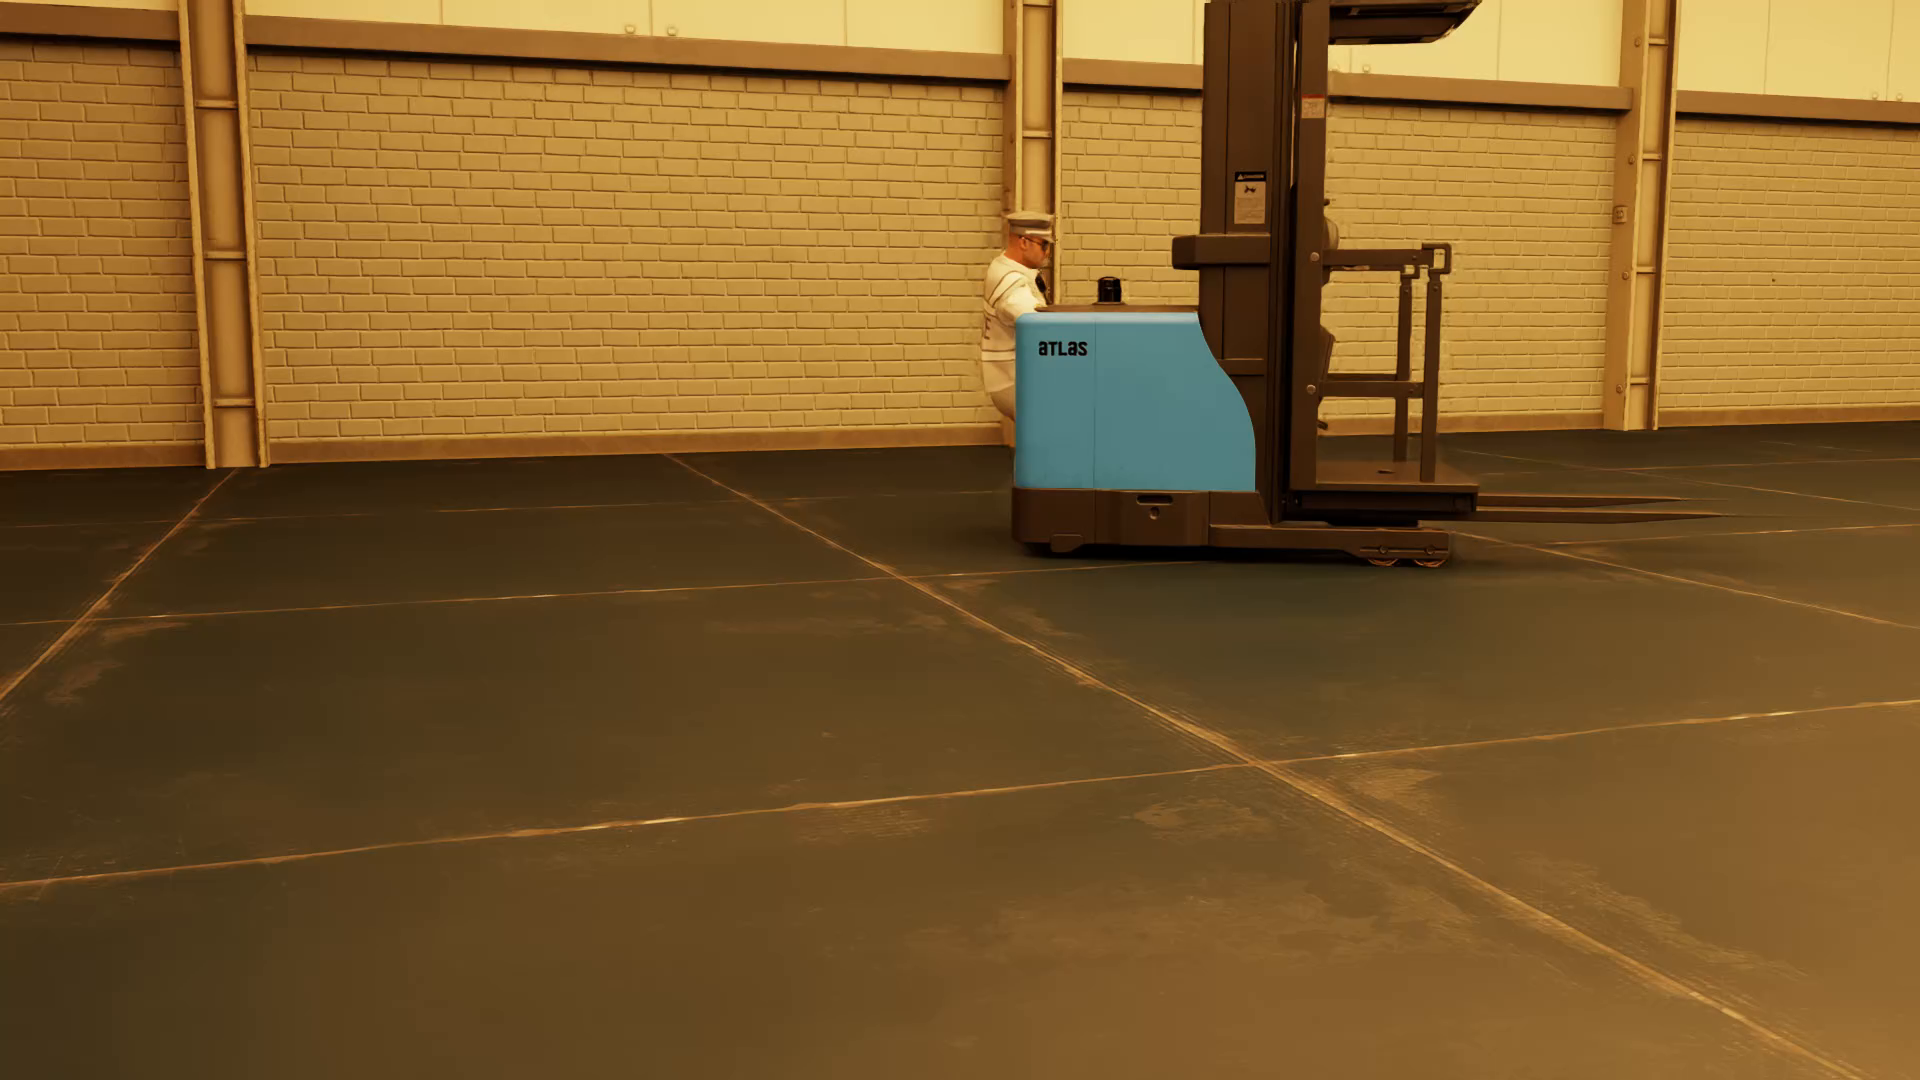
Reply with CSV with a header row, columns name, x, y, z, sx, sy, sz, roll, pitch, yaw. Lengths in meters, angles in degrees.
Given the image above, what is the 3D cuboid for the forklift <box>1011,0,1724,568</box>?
name,x,y,z,sx,sy,sz,roll,pitch,yaw
forklift,1.789,-1.411,7.425,3.031,2.935,1.130,1,8,8
